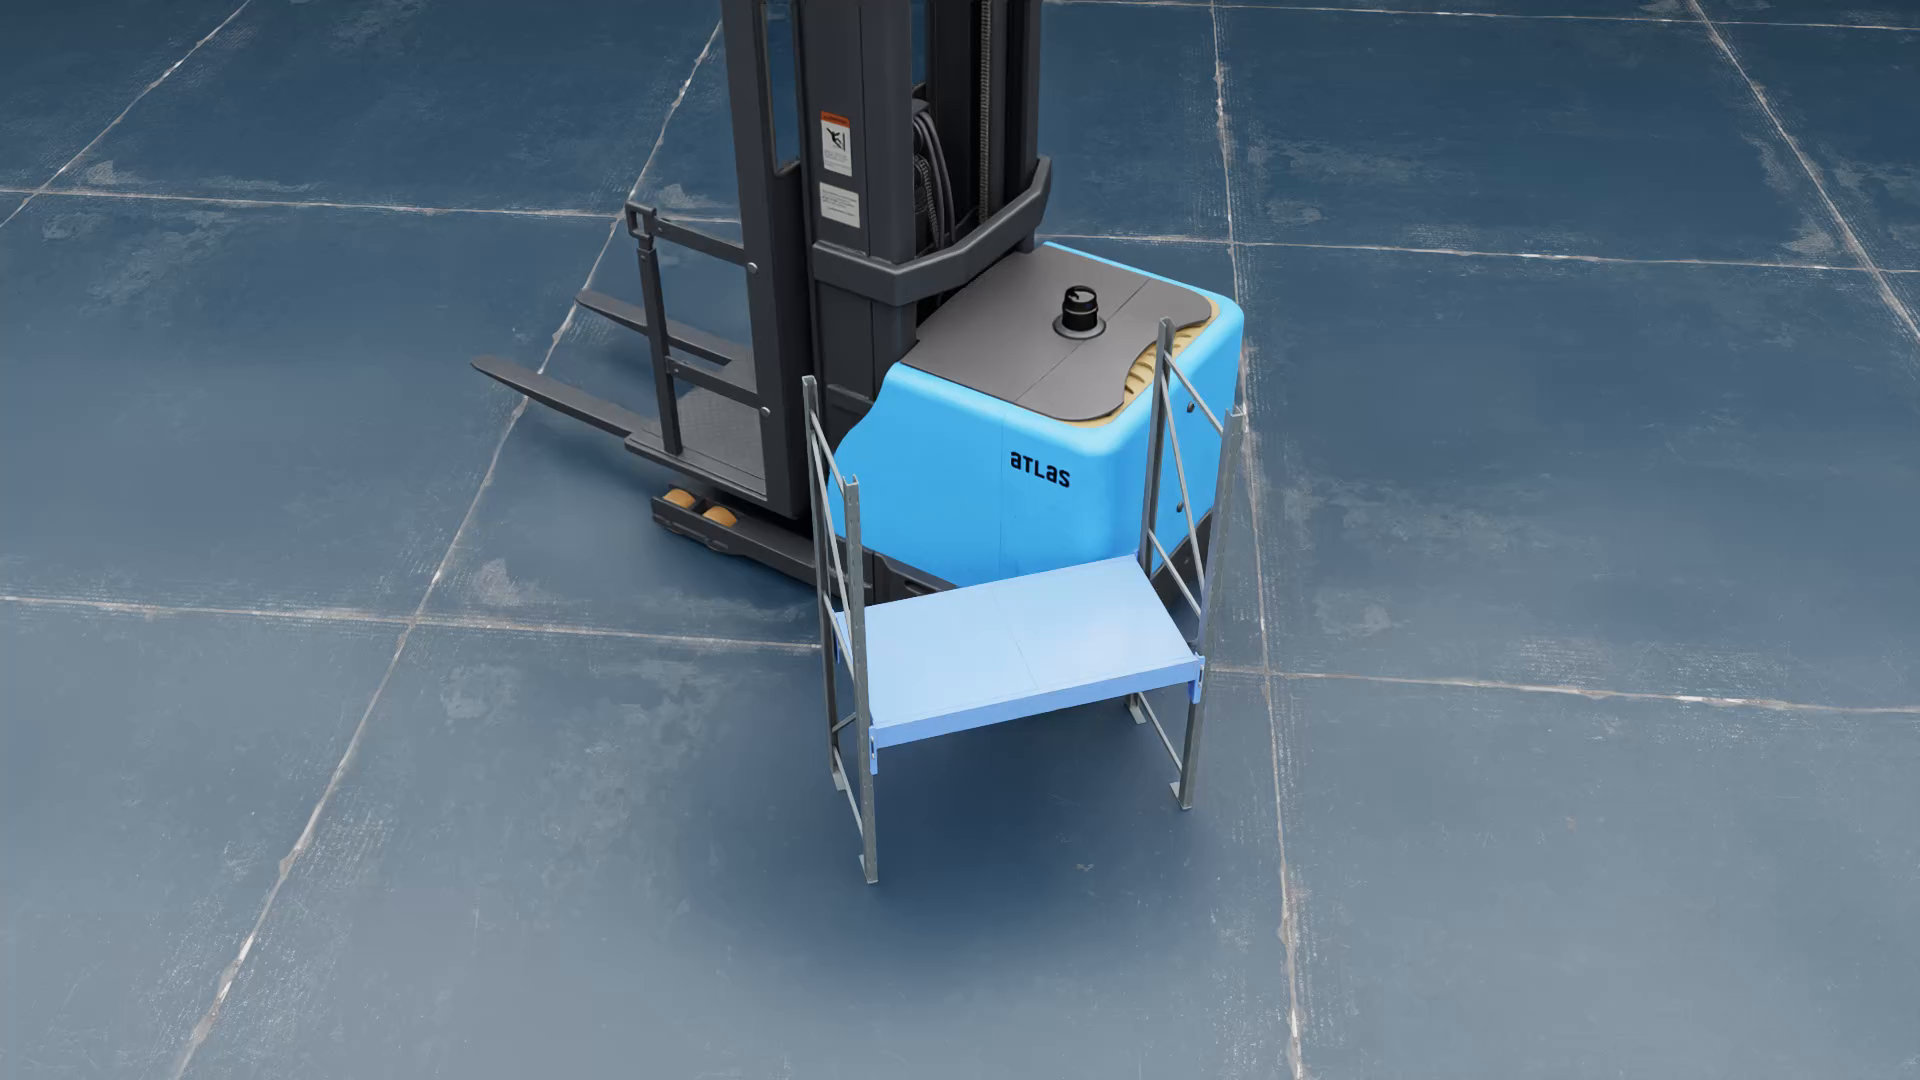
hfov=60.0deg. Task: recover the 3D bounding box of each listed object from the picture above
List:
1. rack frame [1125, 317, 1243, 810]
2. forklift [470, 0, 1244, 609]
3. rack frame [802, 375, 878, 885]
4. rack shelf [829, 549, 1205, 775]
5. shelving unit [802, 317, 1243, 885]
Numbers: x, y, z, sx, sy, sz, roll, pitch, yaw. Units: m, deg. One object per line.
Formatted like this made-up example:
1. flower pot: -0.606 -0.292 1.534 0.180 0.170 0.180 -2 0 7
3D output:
1. rack frame: 0.641 0.112 4.925 0.032 1.500 0.500 -11 40 -13
2. forklift: -0.554 -1.350 5.587 3.031 2.935 1.130 22 44 25
3. rack frame: -0.332 0.297 4.697 0.032 1.500 0.500 -11 40 -13
4. rack shelf: 0.154 0.344 4.924 1.000 0.185 0.538 -11 40 -13
5. shelving unit: 0.154 0.204 4.811 1.048 1.500 0.538 -11 40 -13
